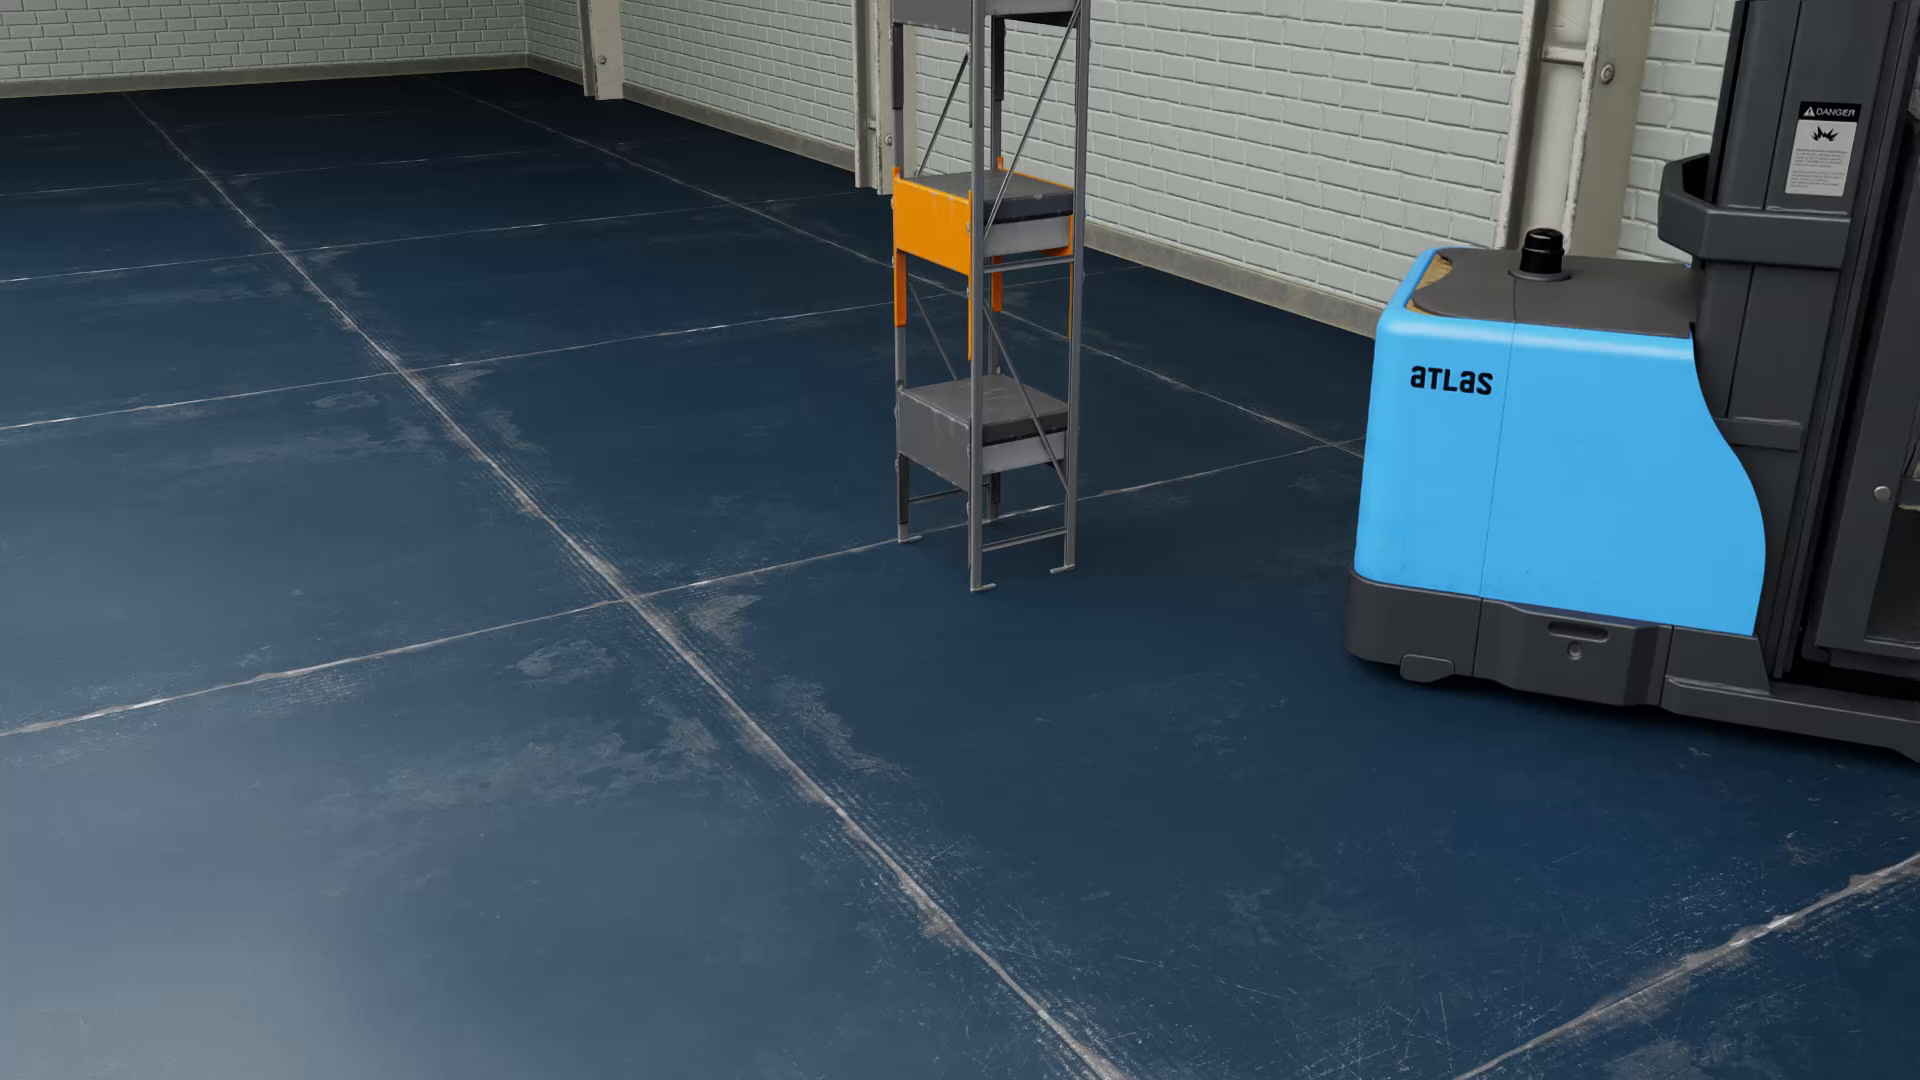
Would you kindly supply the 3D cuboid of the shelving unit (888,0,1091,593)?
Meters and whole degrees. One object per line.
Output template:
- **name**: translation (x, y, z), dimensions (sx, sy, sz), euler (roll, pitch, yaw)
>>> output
- **shelving unit**: translation (0.085, -0.919, 5.284), dimensions (0.431, 2.100, 0.503), euler (-13, 25, -28)

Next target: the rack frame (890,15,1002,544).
- **rack frame**: translation (-0.040, -0.998, 5.479), dimensions (0.400, 2.100, 0.015), euler (-13, 25, -28)

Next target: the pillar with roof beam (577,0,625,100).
- **pillar with roof beam**: translation (-7.302, -7.841, 13.151), dimensions (9.100, 9.000, 0.400), euler (-13, 25, -28)

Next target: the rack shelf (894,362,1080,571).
- **rack shelf**: translation (0.085, -0.258, 5.553), dimensions (0.431, 0.518, 0.480), euler (-13, 25, -28)

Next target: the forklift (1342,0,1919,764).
- **forklift**: translation (2.687, -0.933, 4.216), dimensions (3.031, 2.935, 1.130), euler (8, 24, 20)

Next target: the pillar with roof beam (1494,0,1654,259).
- **pillar with roof beam**: translation (-1.172, -3.956, 3.594), dimensions (9.100, 9.000, 0.400), euler (-13, 25, -28)

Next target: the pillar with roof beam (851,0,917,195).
- **pillar with roof beam**: translation (-4.237, -5.898, 8.372), dimensions (9.100, 9.000, 0.400), euler (-13, 25, -28)

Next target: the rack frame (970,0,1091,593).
- **rack frame**: translation (0.209, -0.840, 5.090), dimensions (0.400, 2.100, 0.015), euler (-13, 25, -28)

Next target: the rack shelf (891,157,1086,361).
- **rack shelf**: translation (0.085, -0.906, 5.289), dimensions (0.431, 0.518, 0.480), euler (-13, 25, -28)

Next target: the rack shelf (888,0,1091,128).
- **rack shelf**: translation (0.085, -1.555, 5.026), dimensions (0.431, 0.518, 0.480), euler (-13, 25, -28)
